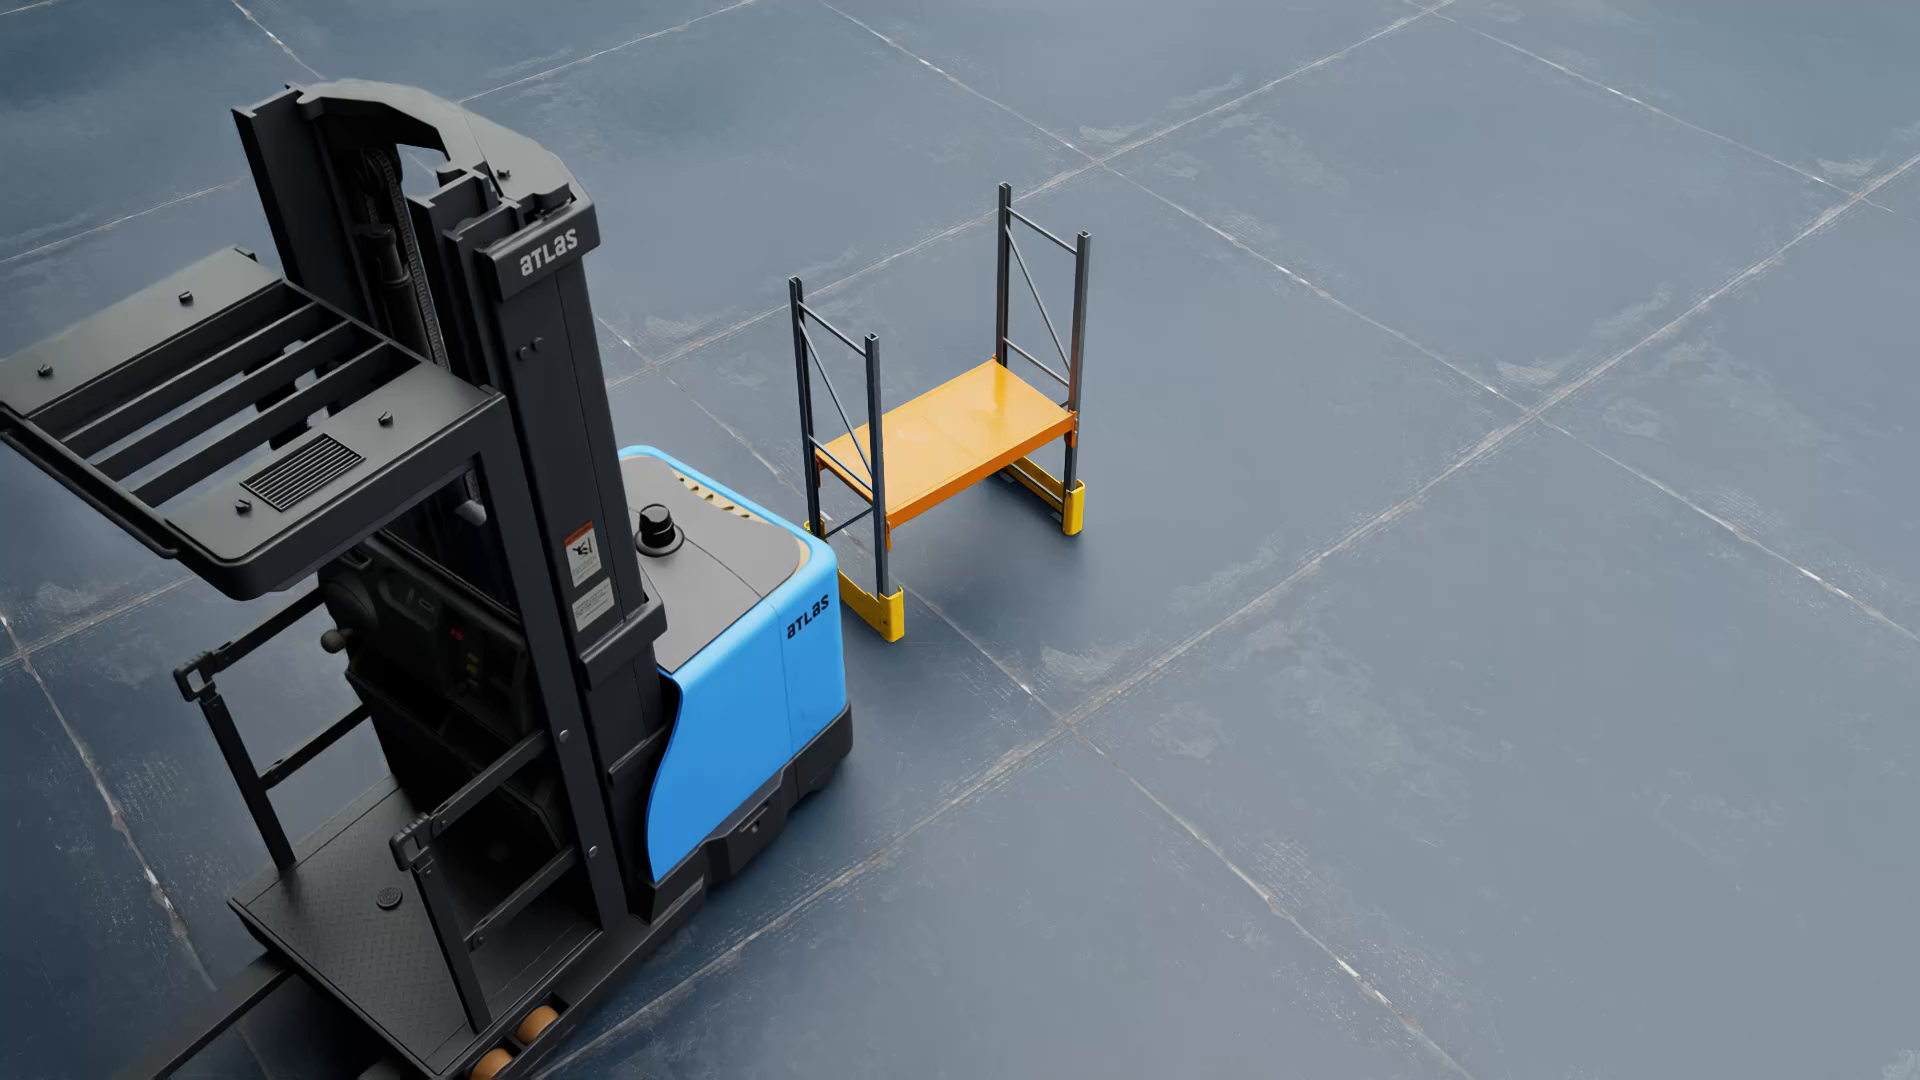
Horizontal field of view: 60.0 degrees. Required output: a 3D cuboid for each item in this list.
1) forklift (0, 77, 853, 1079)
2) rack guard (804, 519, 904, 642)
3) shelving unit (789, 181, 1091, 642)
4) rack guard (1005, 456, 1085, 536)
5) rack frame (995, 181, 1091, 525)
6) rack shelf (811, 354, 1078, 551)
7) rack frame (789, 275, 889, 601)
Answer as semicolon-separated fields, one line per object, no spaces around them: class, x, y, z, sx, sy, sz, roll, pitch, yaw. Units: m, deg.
forklift;-1.704;0.341;4.746;1.130;2.935;3.031;28;50;26
rack guard;-0.440;0.161;6.896;0.087;0.250;0.587;-30;51;-28
shelving unit;-0.058;-0.513;6.701;1.083;1.500;0.587;-30;51;-28
rack guard;0.324;-0.276;7.362;0.087;0.250;0.587;-30;51;-28
rack frame;0.324;-0.733;6.934;0.032;1.500;0.500;-30;51;-28
rack shelf;-0.065;-0.378;6.820;1.000;0.185;0.538;-30;51;-28
rack frame;-0.455;-0.286;6.459;0.032;1.500;0.500;-30;51;-28
